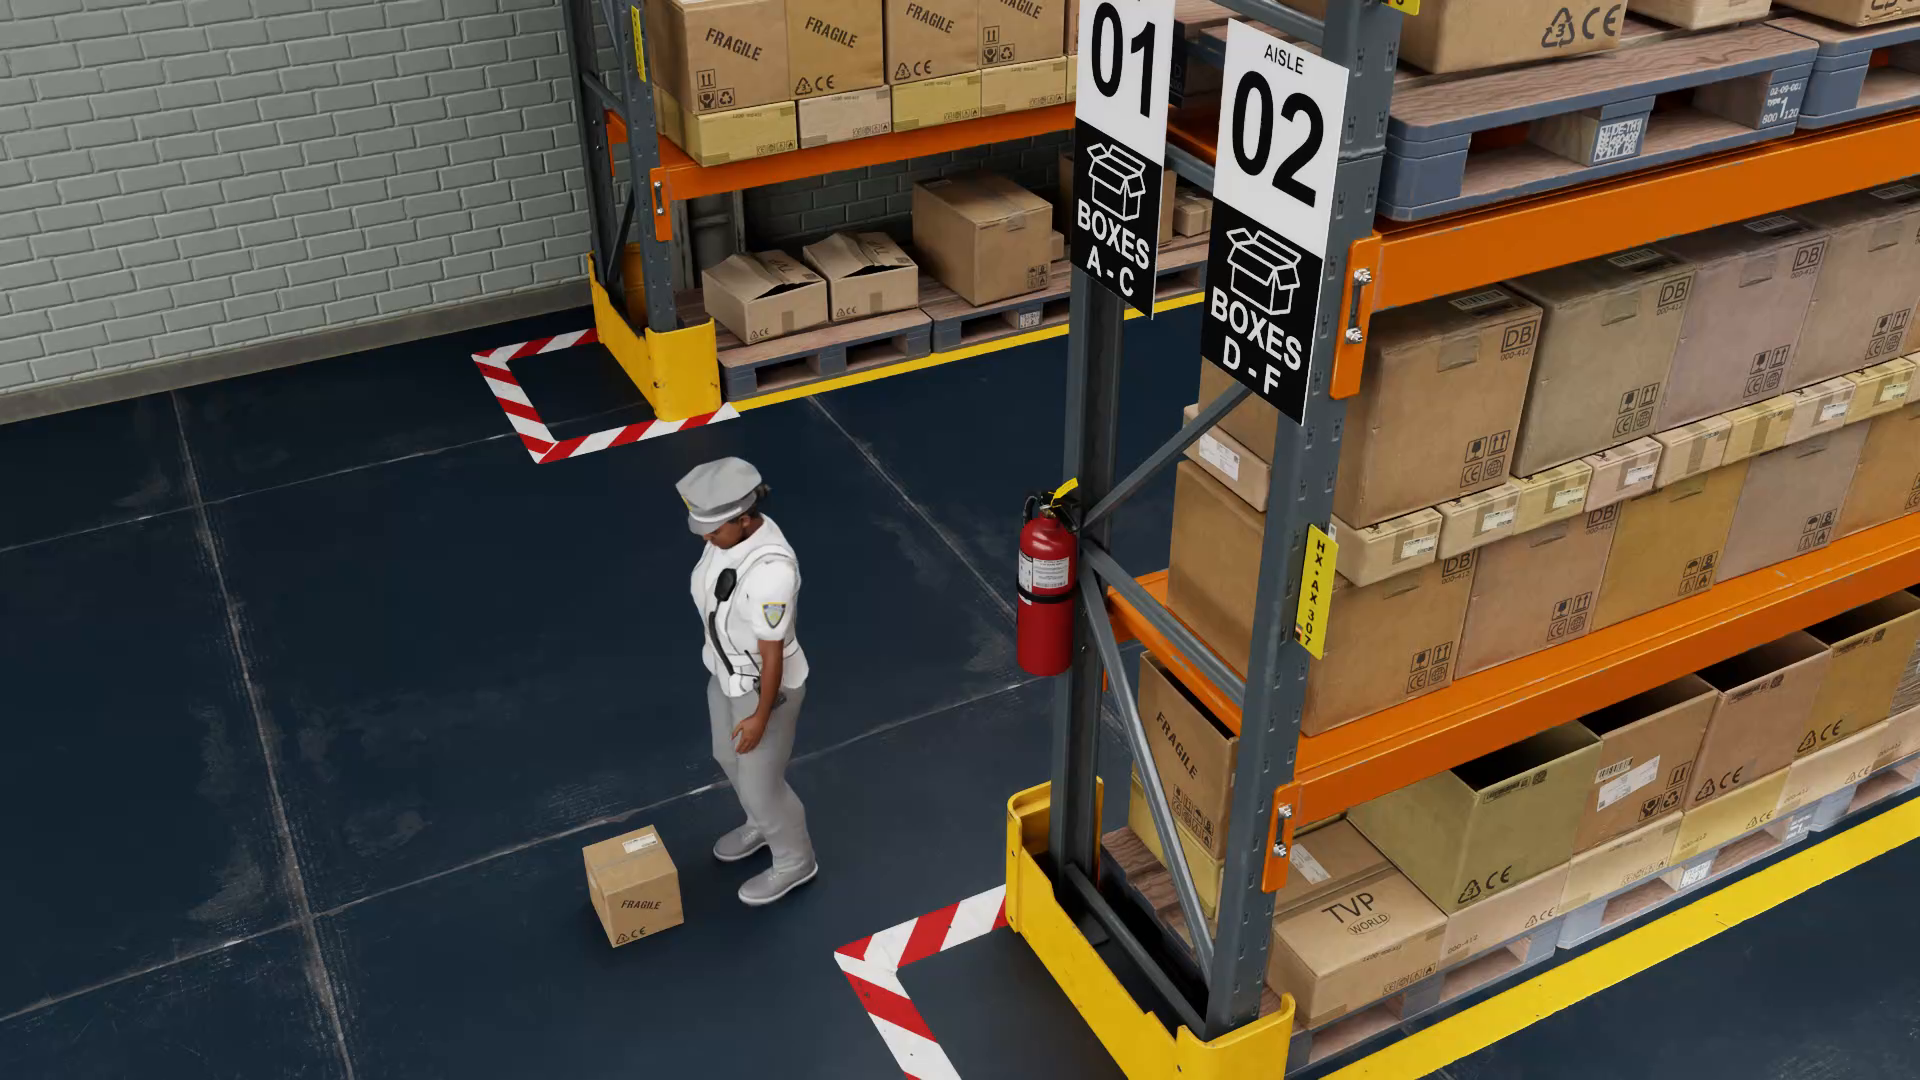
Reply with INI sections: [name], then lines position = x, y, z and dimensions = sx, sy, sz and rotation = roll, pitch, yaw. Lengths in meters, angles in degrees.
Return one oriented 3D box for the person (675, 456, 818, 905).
[person]
position = -0.675, 0.475, 5.434
dimensions = 0.351, 1.651, 0.443
rotation = -16, 37, -23
